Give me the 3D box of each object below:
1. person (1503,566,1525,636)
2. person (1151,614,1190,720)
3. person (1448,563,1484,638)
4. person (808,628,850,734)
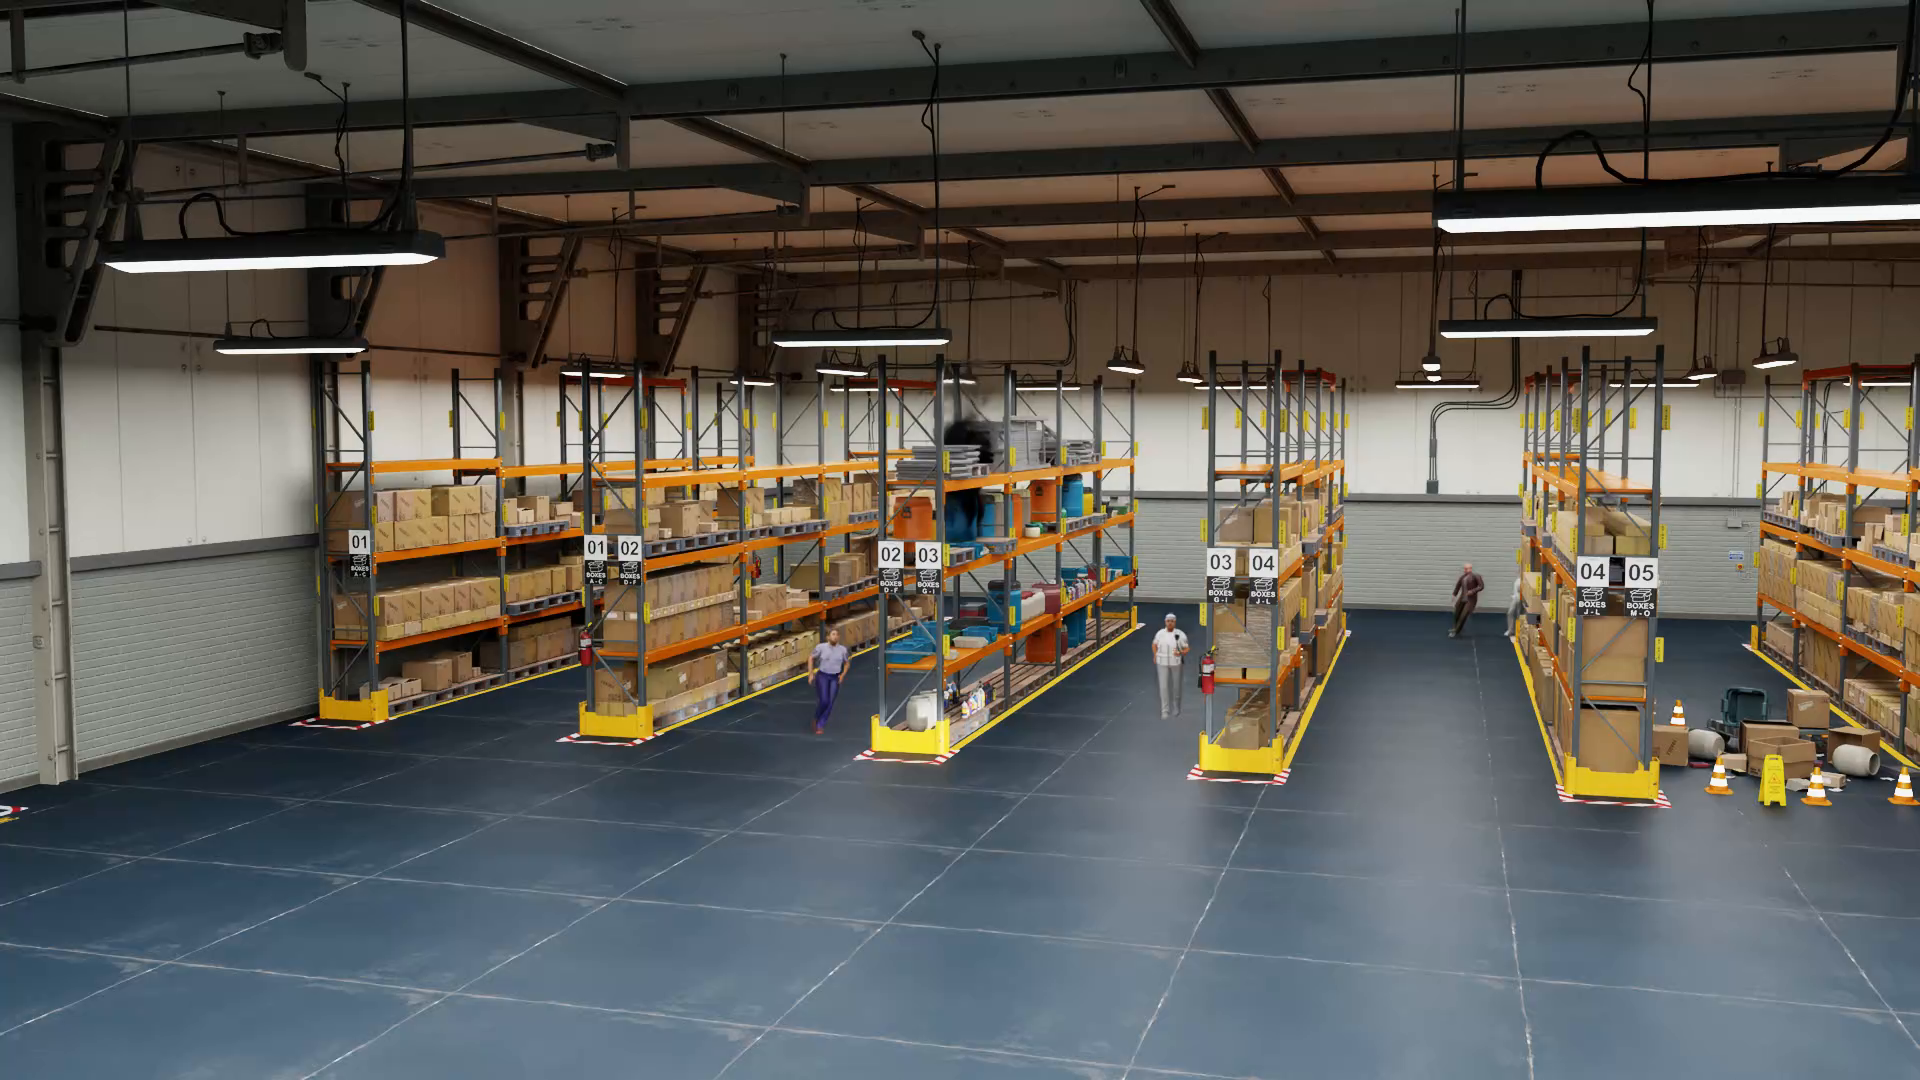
[{"bbox_3d":[13.121,1.426,38.753,0.814,1.685,0.652,-1,4,-11],"label":"person"},{"bbox_3d":[3.340,2.012,26.474,0.620,1.673,0.766,1,4,12],"label":"person"},{"bbox_3d":[11.619,1.441,38.480,0.839,1.617,1.004,-3,5,-35],"label":"person"},{"bbox_3d":[-1.954,2.129,25.102,0.637,1.582,0.496,-1,4,-16],"label":"person"}]
